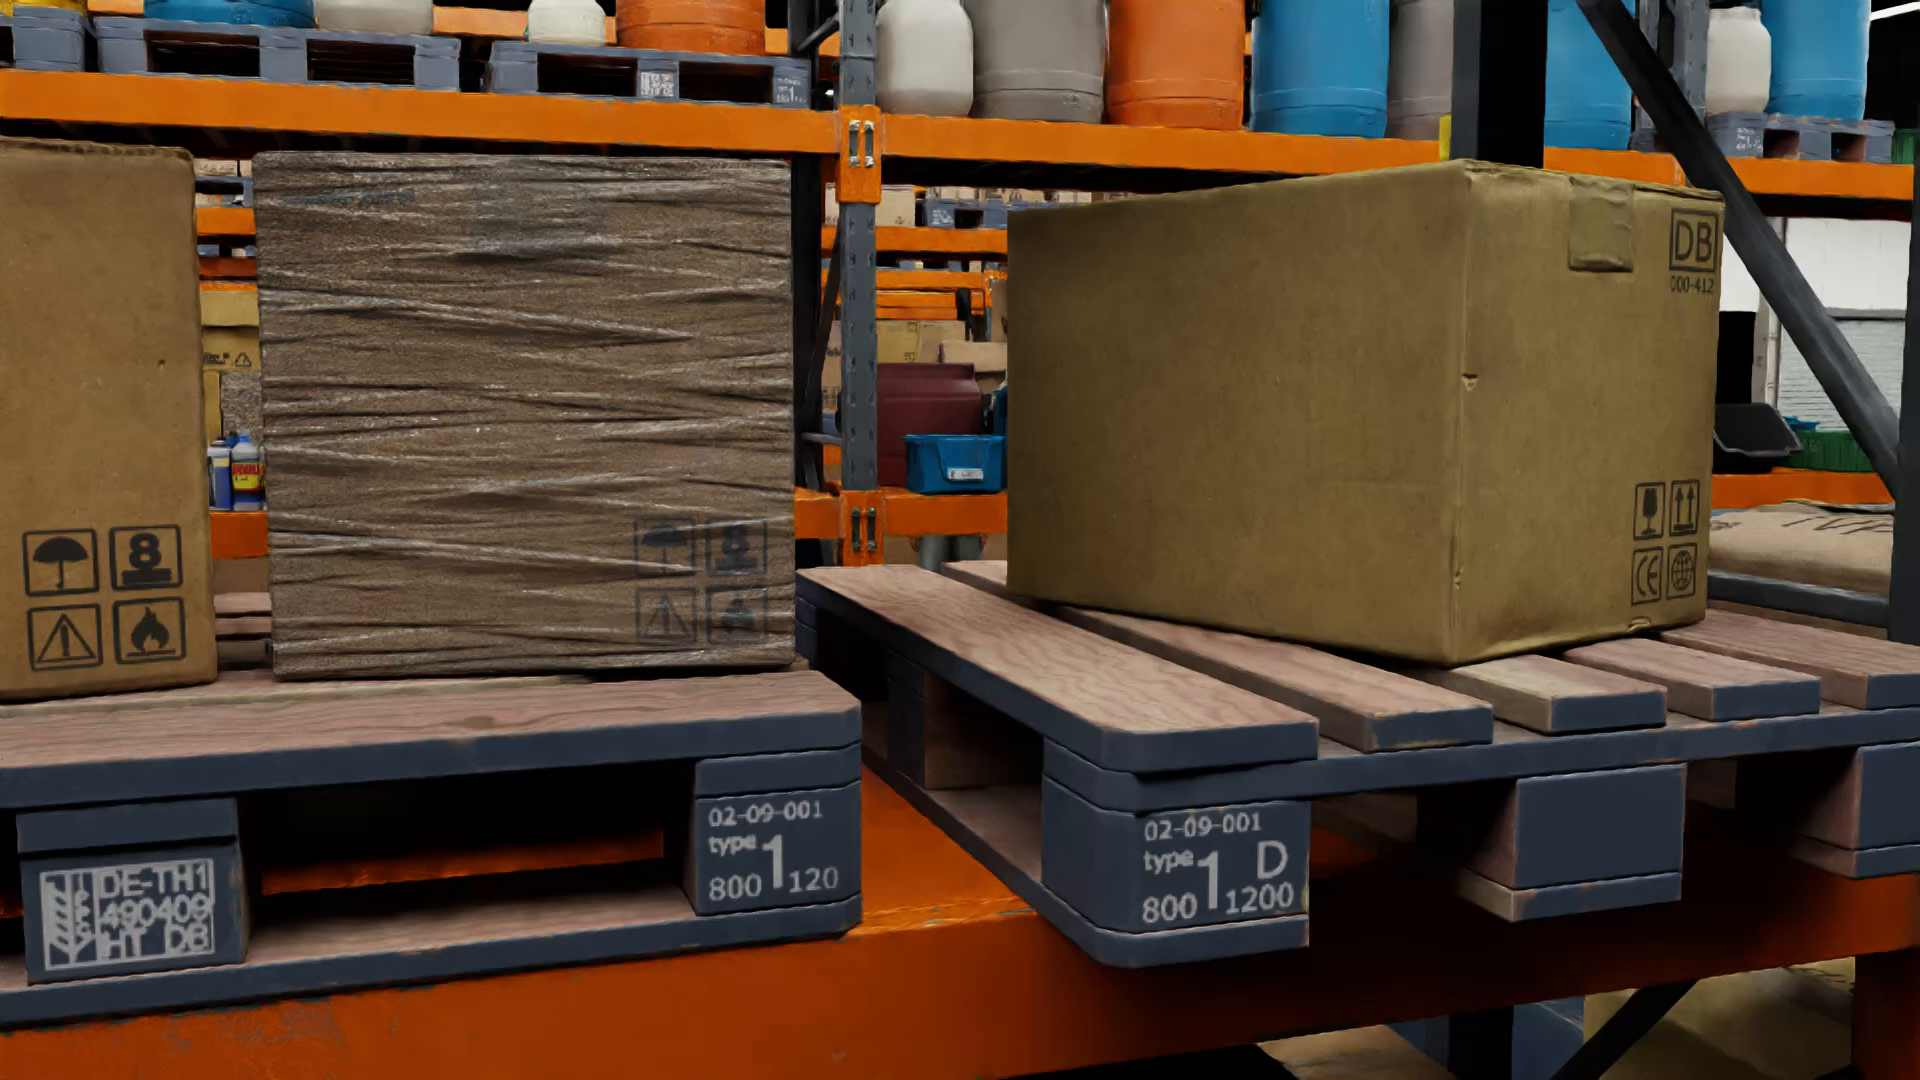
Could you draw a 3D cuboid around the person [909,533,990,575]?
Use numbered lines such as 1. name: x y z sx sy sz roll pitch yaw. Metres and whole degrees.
1. person: -0.051 -0.054 10.080 0.527 1.711 0.415 -1 6 -6
